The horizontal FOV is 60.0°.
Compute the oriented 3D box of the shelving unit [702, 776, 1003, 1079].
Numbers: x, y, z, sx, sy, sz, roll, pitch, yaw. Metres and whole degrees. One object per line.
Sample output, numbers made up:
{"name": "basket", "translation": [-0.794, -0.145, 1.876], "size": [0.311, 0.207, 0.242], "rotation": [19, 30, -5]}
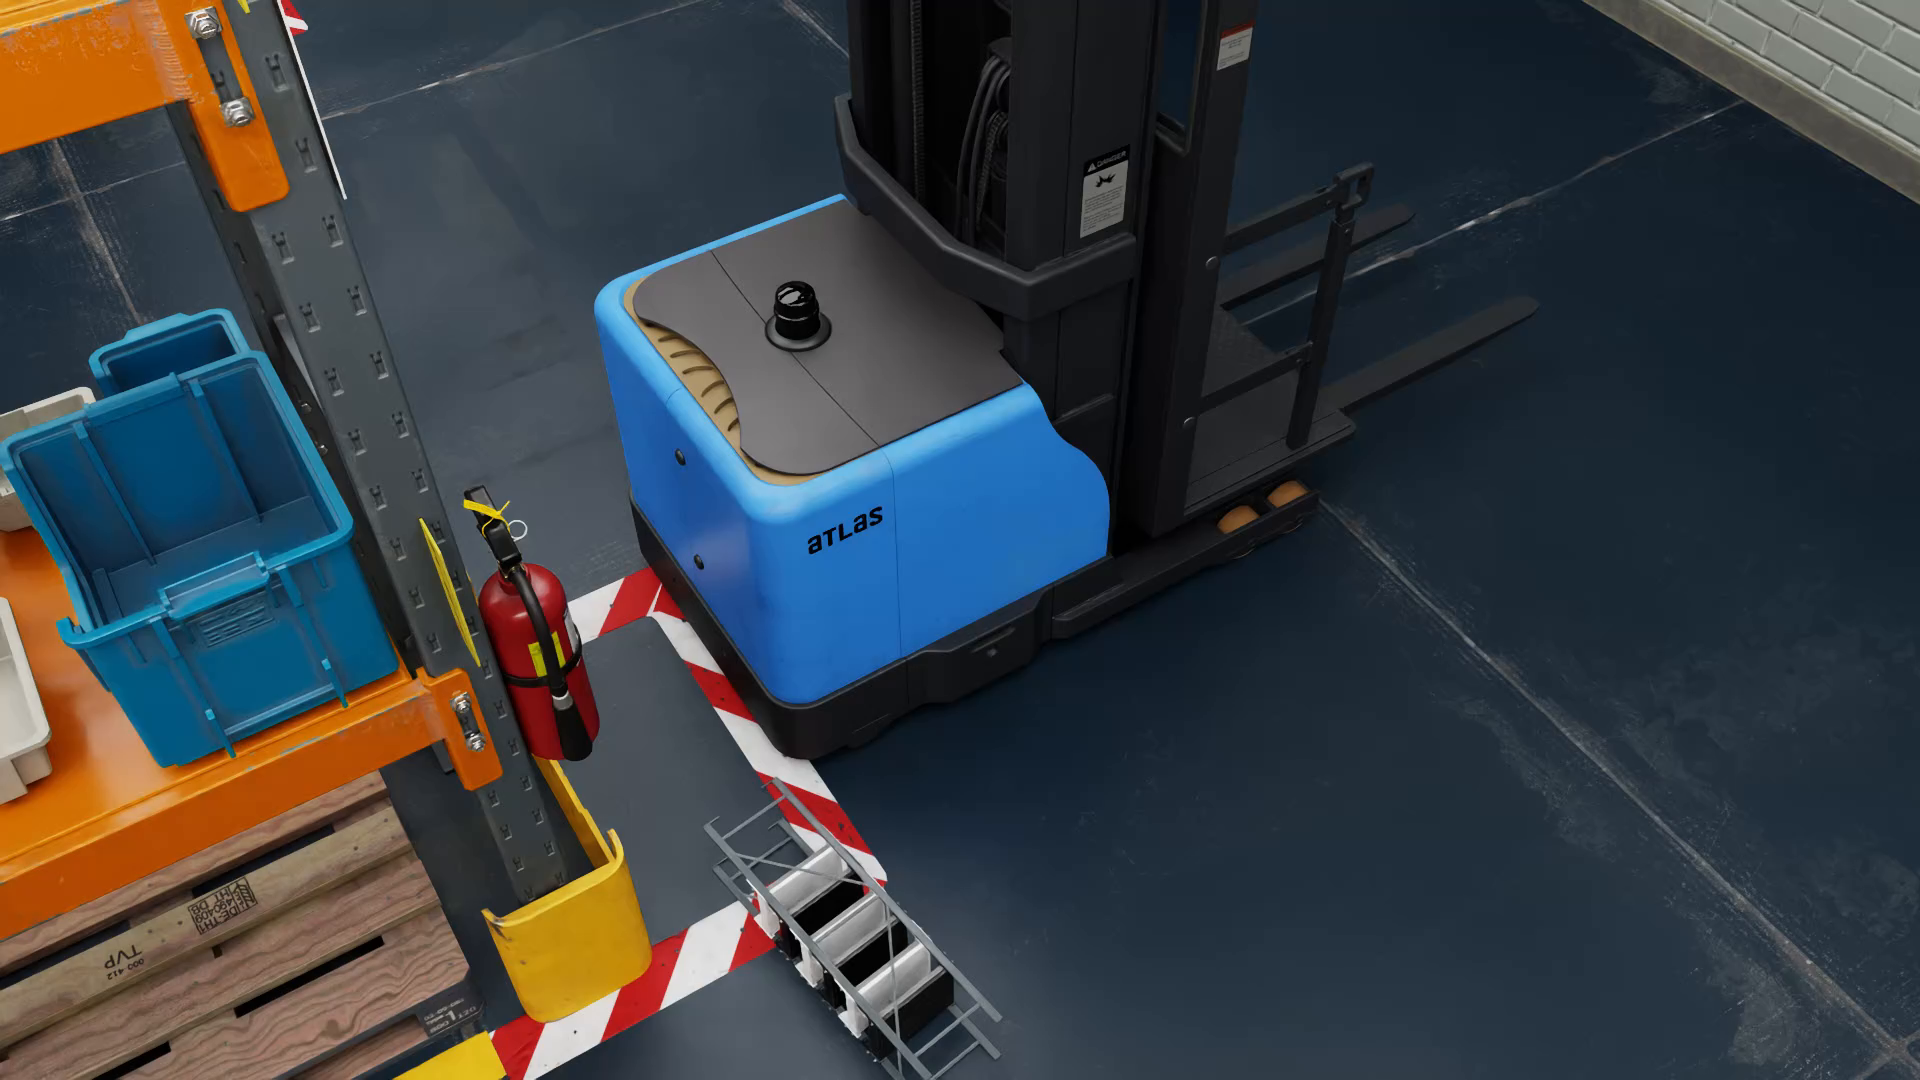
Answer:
{"name": "shelving unit", "translation": [-0.283, 1.009, 4.208], "size": [0.258, 0.210, 0.900], "rotation": [-33, 56, -26]}

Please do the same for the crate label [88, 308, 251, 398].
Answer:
{"name": "crate label", "translation": [-1.623, -0.260, 3.545], "size": [0.303, 0.233, 0.416], "rotation": [-25, 53, -21]}

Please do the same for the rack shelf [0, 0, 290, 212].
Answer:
{"name": "rack shelf", "translation": [-2.930, -0.148, 1.846], "size": [4.000, 0.370, 1.077], "rotation": [-25, 53, -21]}

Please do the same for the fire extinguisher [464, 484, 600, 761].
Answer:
{"name": "fire extinguisher", "translation": [-0.869, 0.190, 3.374], "size": [0.183, 0.674, 0.296], "rotation": [-25, 53, -21]}

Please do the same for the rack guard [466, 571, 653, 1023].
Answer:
{"name": "rack guard", "translation": [-1.225, 0.627, 4.357], "size": [0.348, 0.500, 1.175], "rotation": [-25, 53, -21]}

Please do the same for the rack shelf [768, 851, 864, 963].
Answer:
{"name": "rack shelf", "translation": [-0.363, 0.939, 4.270], "size": [0.258, 0.200, 0.077], "rotation": [-33, 56, -26]}

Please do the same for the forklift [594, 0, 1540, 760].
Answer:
{"name": "forklift", "translation": [0.526, -1.227, 4.380], "size": [3.031, 2.935, 1.130], "rotation": [-26, 53, -21]}

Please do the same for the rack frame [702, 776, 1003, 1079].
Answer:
{"name": "rack frame", "translation": [-0.283, 0.941, 4.132], "size": [0.240, 0.006, 0.900], "rotation": [-33, 56, -26]}

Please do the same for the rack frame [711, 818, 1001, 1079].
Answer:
{"name": "rack frame", "translation": [-0.283, 1.076, 4.283], "size": [0.240, 0.006, 0.900], "rotation": [-33, 56, -26]}

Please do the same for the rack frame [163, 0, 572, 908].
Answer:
{"name": "rack frame", "translation": [-1.239, -0.187, 3.408], "size": [0.127, 3.000, 1.000], "rotation": [-25, 53, -21]}

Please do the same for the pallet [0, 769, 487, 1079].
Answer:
{"name": "pallet", "translation": [-1.957, 1.045, 4.178], "size": [1.213, 0.211, 1.003], "rotation": [-25, 53, -21]}

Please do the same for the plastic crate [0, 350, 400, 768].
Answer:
{"name": "plastic crate", "translation": [-1.422, 0.033, 3.148], "size": [0.499, 0.435, 0.616], "rotation": [-25, 53, -21]}

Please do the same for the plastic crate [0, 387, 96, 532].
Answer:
{"name": "plastic crate", "translation": [-1.939, -0.153, 3.514], "size": [0.298, 0.136, 0.250], "rotation": [-25, 53, -21]}

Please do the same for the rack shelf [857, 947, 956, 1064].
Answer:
{"name": "rack shelf", "translation": [-0.128, 1.143, 4.088], "size": [0.258, 0.200, 0.077], "rotation": [-33, 56, -26]}

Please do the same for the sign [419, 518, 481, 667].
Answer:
{"name": "sign", "translation": [-0.932, 0.100, 3.043], "size": [0.005, 0.325, 0.100], "rotation": [-25, 53, -21]}

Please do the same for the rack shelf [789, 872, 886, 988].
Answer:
{"name": "rack shelf", "translation": [-0.304, 0.990, 4.224], "size": [0.258, 0.200, 0.077], "rotation": [-33, 56, -26]}

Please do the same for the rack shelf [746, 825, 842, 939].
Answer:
{"name": "rack shelf", "translation": [-0.422, 0.888, 4.315], "size": [0.258, 0.200, 0.077], "rotation": [-33, 56, -26]}

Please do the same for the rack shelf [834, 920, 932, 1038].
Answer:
{"name": "rack shelf", "translation": [-0.187, 1.092, 4.134], "size": [0.258, 0.200, 0.077], "rotation": [-33, 56, -26]}

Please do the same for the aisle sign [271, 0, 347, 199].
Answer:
{"name": "aisle sign", "translation": [-1.022, -0.895, 2.298], "size": [0.004, 0.787, 0.394], "rotation": [-25, 53, -21]}

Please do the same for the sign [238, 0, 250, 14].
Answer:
{"name": "sign", "translation": [-0.932, -0.808, 2.023], "size": [0.005, 0.325, 0.100], "rotation": [-25, 53, -21]}

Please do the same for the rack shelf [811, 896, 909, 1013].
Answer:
{"name": "rack shelf", "translation": [-0.246, 1.041, 4.179], "size": [0.258, 0.200, 0.077], "rotation": [-33, 56, -26]}

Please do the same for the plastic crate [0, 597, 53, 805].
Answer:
{"name": "plastic crate", "translation": [-1.832, 0.320, 3.092], "size": [0.243, 0.136, 0.396], "rotation": [-25, 53, -21]}

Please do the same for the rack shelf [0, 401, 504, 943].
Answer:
{"name": "rack shelf", "translation": [-2.930, 0.850, 2.967], "size": [4.000, 0.370, 1.077], "rotation": [-25, 53, -21]}
